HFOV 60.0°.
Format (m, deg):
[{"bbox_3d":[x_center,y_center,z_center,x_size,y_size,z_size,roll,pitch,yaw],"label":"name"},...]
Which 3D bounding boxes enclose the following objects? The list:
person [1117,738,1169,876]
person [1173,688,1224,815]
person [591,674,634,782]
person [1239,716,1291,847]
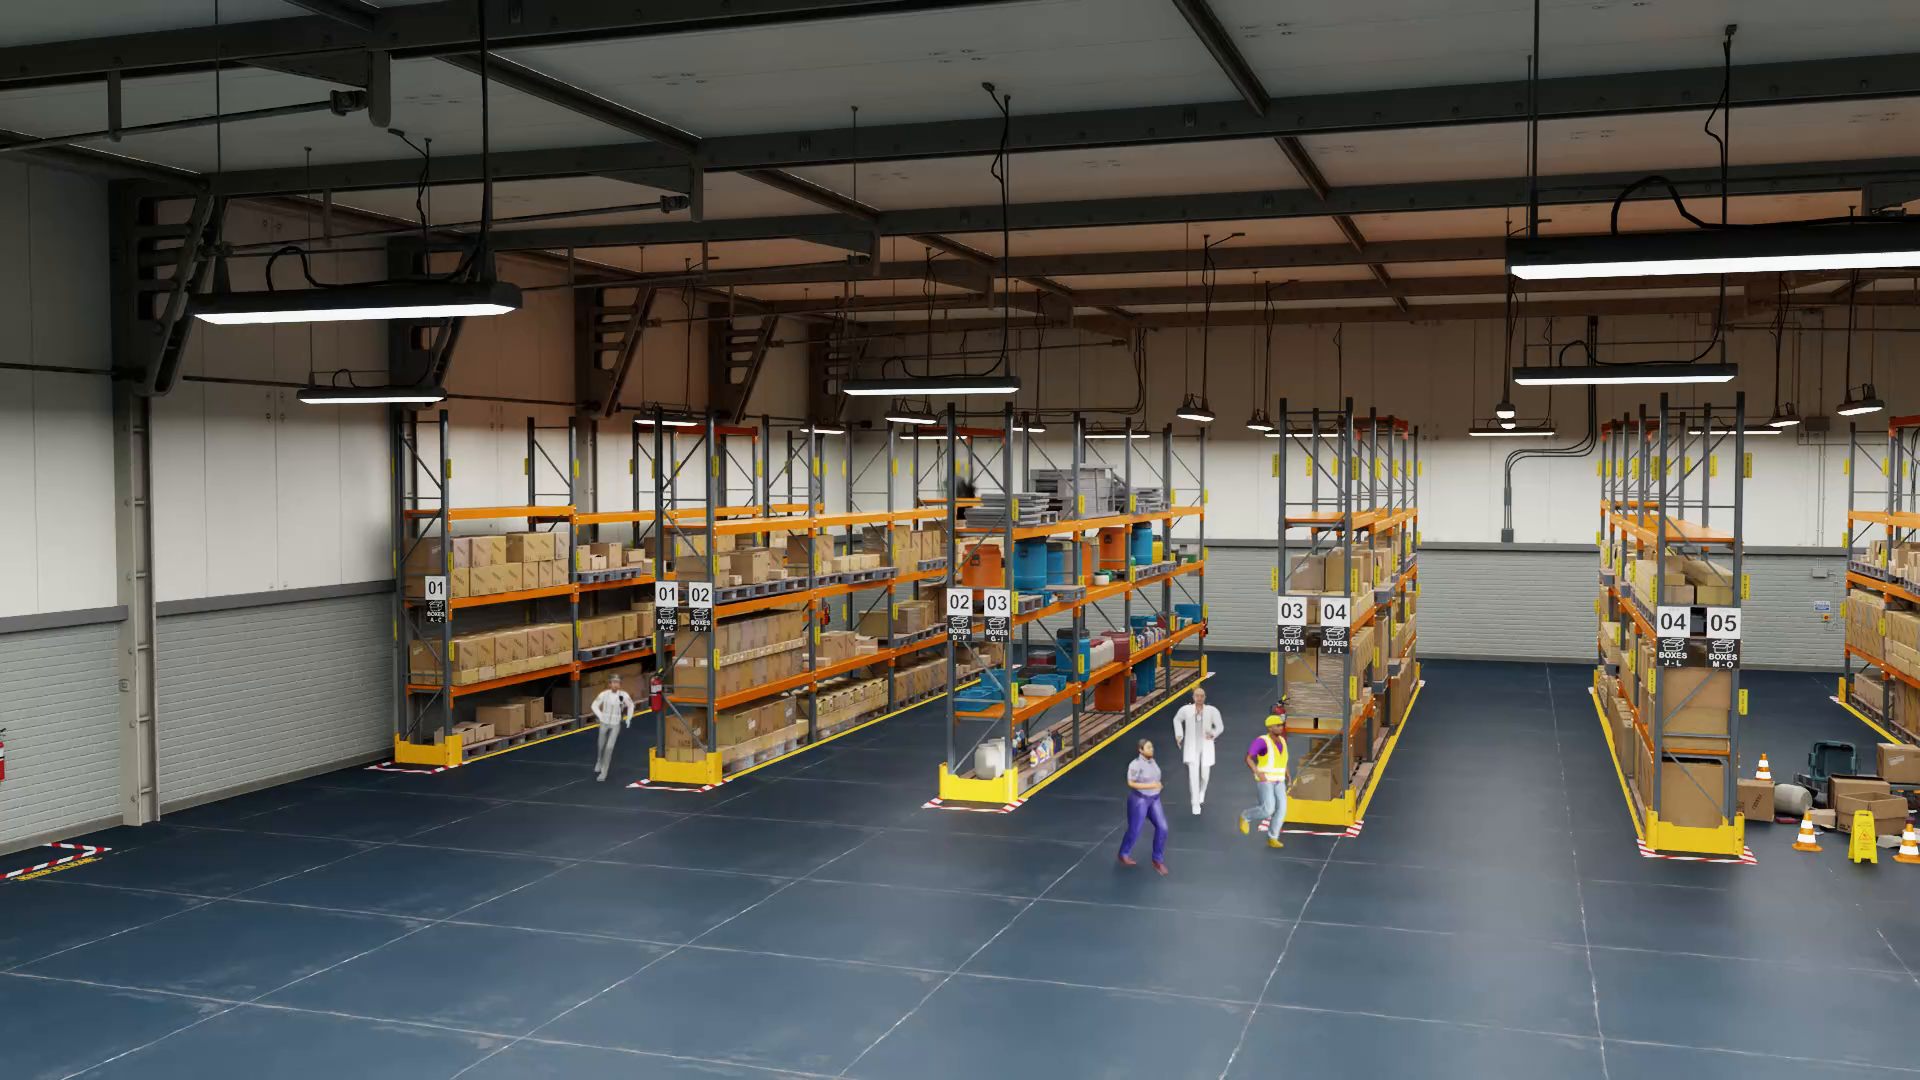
[{"bbox_3d":[2.262,3.303,20.606,0.594,1.711,0.761,-2,3,-38],"label":"person"},{"bbox_3d":[3.496,3.056,24.388,0.722,1.779,0.993,0,2,5],"label":"person"},{"bbox_3d":[-5.639,3.001,26.934,0.674,1.673,0.920,0,2,-3],"label":"person"},{"bbox_3d":[4.132,3.198,22.203,0.760,1.728,0.746,-2,3,-35],"label":"person"}]
